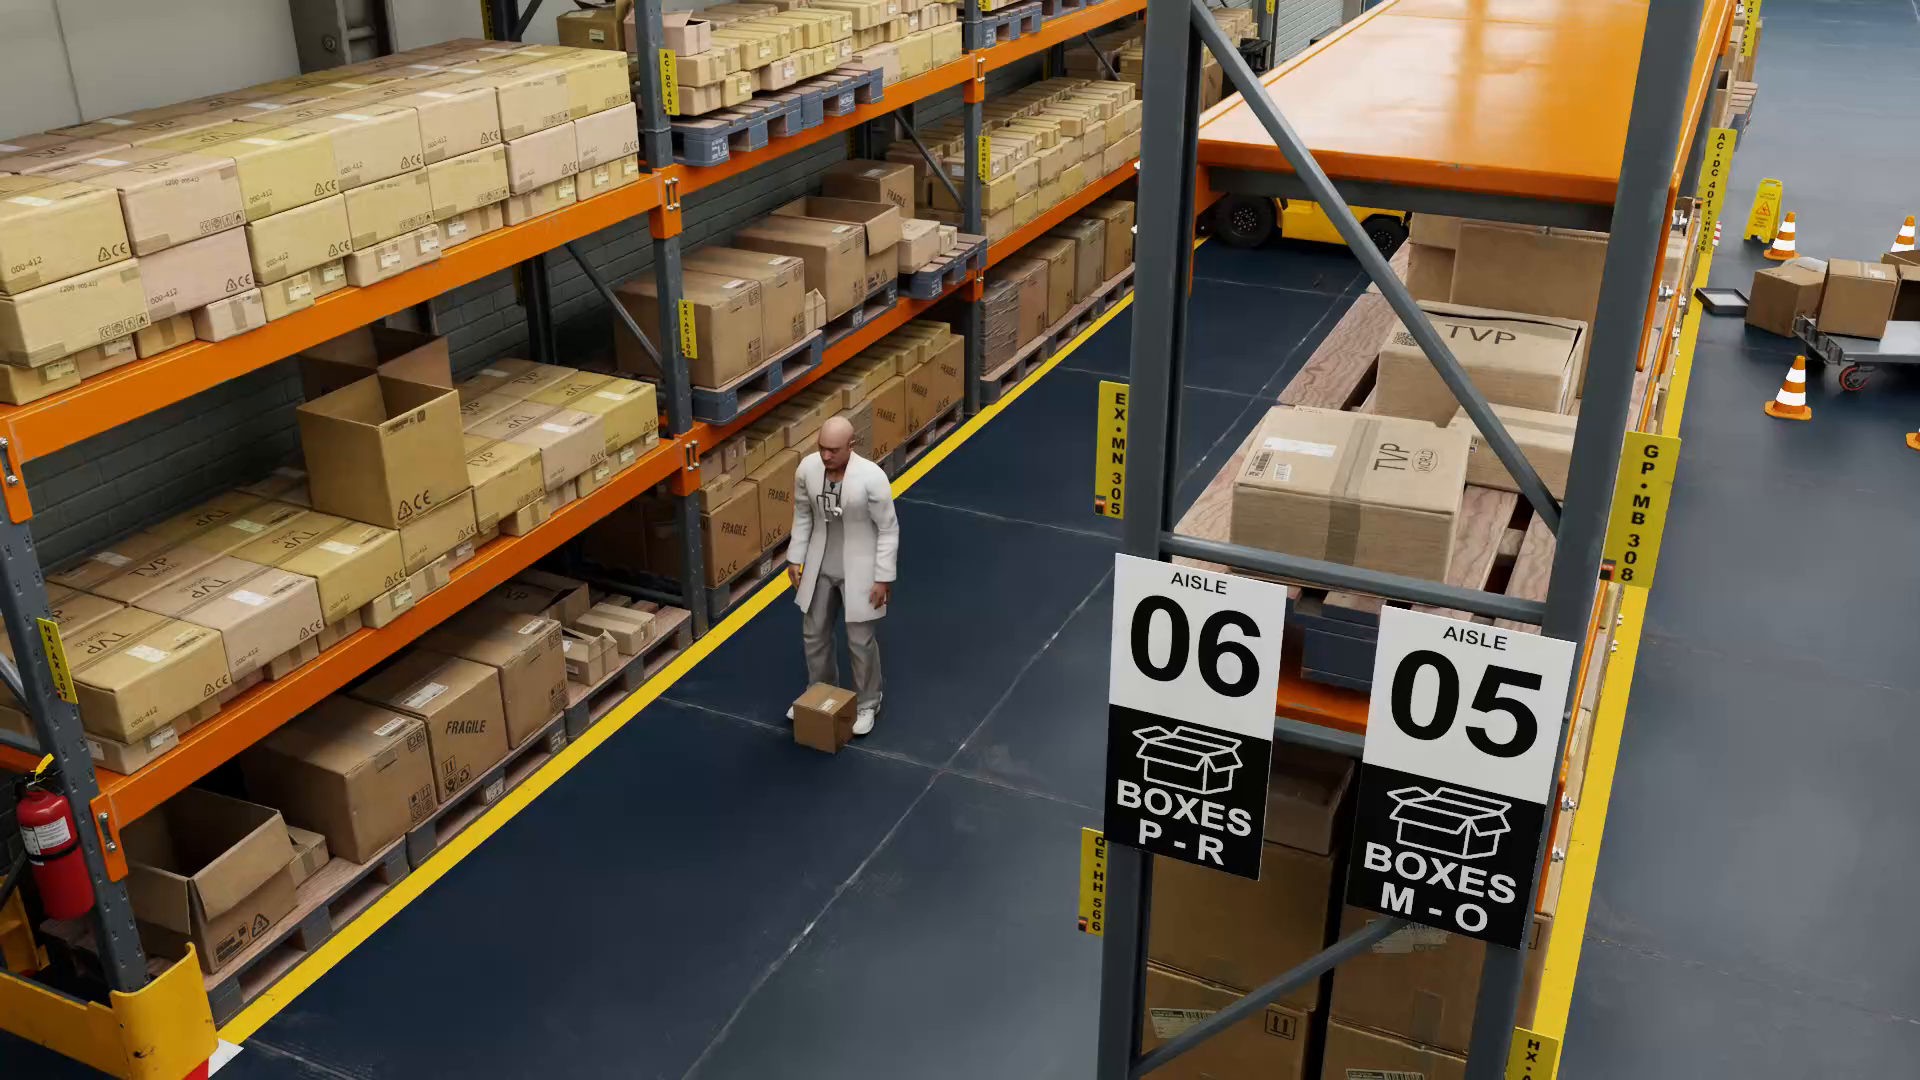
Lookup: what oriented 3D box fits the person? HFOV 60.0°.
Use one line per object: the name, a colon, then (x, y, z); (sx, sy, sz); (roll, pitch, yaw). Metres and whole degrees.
person: (-0.625, 0.165, 8.788); (0.644, 1.774, 0.425); (11, 28, 22)
